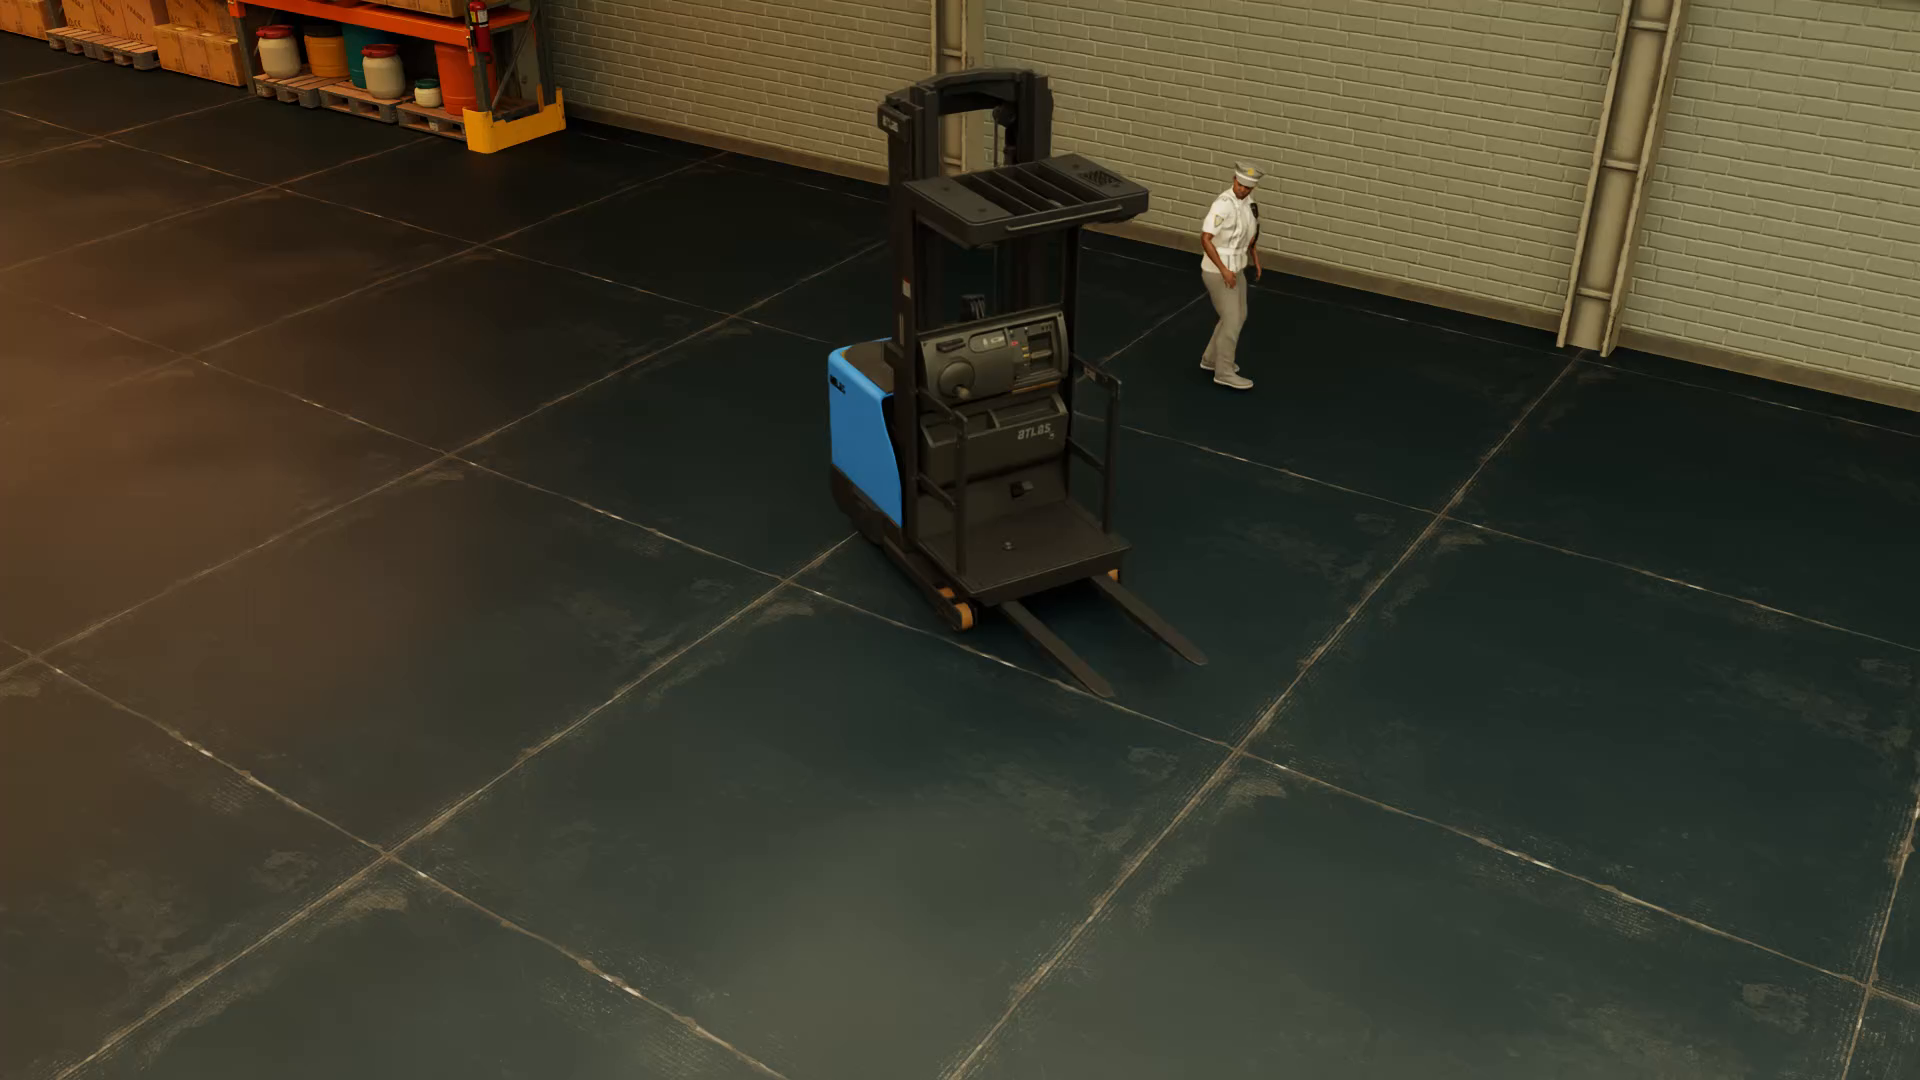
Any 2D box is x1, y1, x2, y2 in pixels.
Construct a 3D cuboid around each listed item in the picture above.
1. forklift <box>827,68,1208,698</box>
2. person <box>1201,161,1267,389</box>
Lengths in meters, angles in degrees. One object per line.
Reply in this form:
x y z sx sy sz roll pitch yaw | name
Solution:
0.308 -1.001 9.304 1.130 2.935 3.031 -16 34 -25 | forklift
2.021 -1.955 12.160 0.487 1.646 0.624 15 33 24 | person
